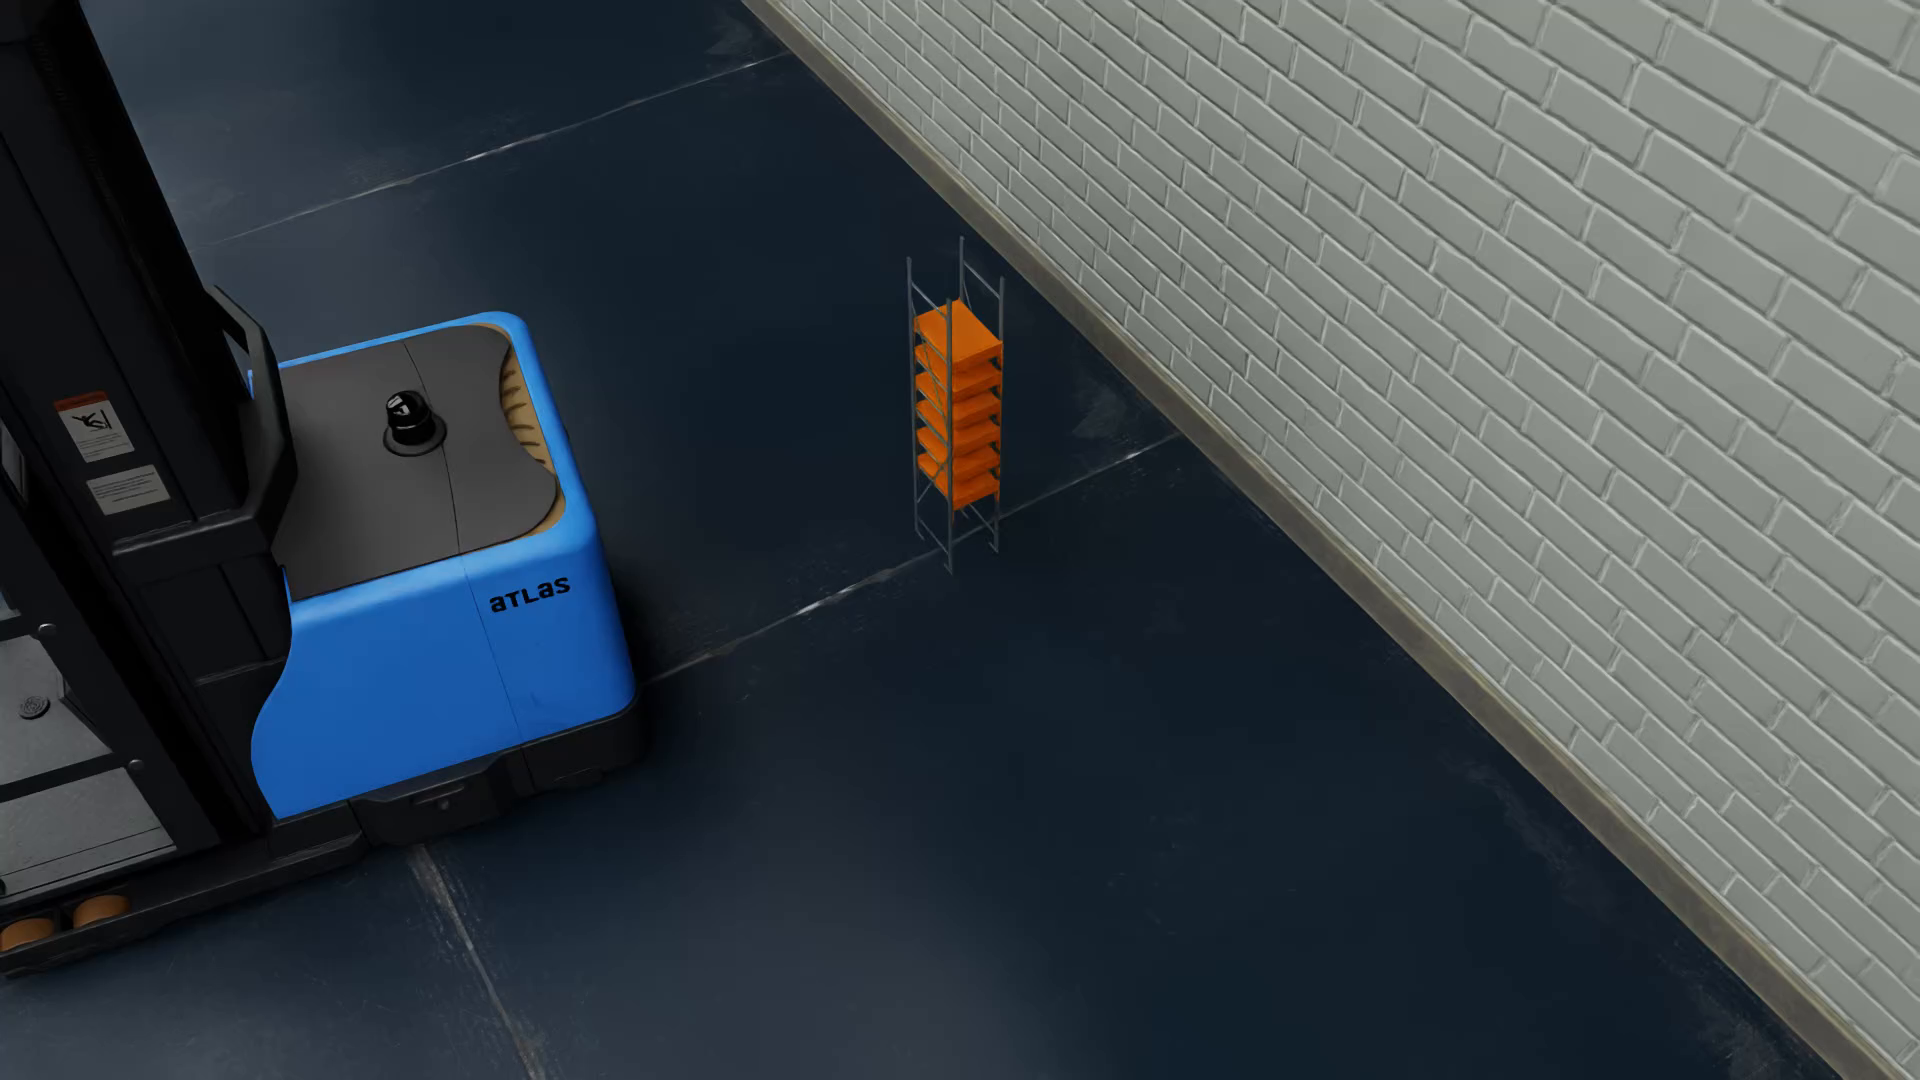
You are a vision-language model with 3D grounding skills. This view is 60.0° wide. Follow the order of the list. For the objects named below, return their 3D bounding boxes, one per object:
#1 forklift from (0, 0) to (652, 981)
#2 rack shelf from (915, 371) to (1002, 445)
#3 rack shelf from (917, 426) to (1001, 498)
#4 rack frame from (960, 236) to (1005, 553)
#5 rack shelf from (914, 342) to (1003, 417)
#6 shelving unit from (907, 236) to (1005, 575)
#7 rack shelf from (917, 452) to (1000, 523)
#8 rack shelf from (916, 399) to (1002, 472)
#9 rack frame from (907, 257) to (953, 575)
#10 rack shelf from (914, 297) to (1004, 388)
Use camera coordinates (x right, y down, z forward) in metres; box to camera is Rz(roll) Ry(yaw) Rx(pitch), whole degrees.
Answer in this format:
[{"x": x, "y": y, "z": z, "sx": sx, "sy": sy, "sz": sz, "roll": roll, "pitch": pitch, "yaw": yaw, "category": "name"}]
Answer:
[{"x": -2.516, "y": -0.213, "z": 3.977, "sx": 3.031, "sy": 2.935, "sz": 1.130, "roll": -17, "pitch": 50, "yaw": -14, "category": "forklift"}, {"x": -0.012, "y": -0.444, "z": 5.240, "sx": 0.180, "sy": 0.103, "sz": 0.258, "roll": -25, "pitch": 53, "yaw": -21, "category": "rack shelf"}, {"x": -0.012, "y": -0.284, "z": 5.420, "sx": 0.180, "sy": 0.103, "sz": 0.258, "roll": -25, "pitch": 53, "yaw": -21, "category": "rack shelf"}, {"x": 0.065, "y": -0.430, "z": 5.329, "sx": 0.006, "sy": 1.200, "sz": 0.240, "roll": -25, "pitch": 53, "yaw": -21, "category": "rack frame"}, {"x": -0.012, "y": -0.523, "z": 5.151, "sx": 0.180, "sy": 0.103, "sz": 0.258, "roll": -25, "pitch": 53, "yaw": -21, "category": "rack shelf"}, {"x": -0.012, "y": -0.393, "z": 5.297, "sx": 0.189, "sy": 1.200, "sz": 0.258, "roll": -25, "pitch": 53, "yaw": -21, "category": "shelving unit"}, {"x": -0.012, "y": -0.204, "z": 5.509, "sx": 0.180, "sy": 0.103, "sz": 0.258, "roll": -25, "pitch": 53, "yaw": -21, "category": "rack shelf"}, {"x": -0.012, "y": -0.364, "z": 5.330, "sx": 0.180, "sy": 0.103, "sz": 0.258, "roll": -25, "pitch": 53, "yaw": -21, "category": "rack shelf"}, {"x": -0.090, "y": -0.357, "z": 5.264, "sx": 0.006, "sy": 1.200, "sz": 0.240, "roll": -25, "pitch": 53, "yaw": -21, "category": "rack frame"}, {"x": -0.012, "y": -0.603, "z": 5.061, "sx": 0.180, "sy": 0.103, "sz": 0.258, "roll": -25, "pitch": 53, "yaw": -21, "category": "rack shelf"}]
